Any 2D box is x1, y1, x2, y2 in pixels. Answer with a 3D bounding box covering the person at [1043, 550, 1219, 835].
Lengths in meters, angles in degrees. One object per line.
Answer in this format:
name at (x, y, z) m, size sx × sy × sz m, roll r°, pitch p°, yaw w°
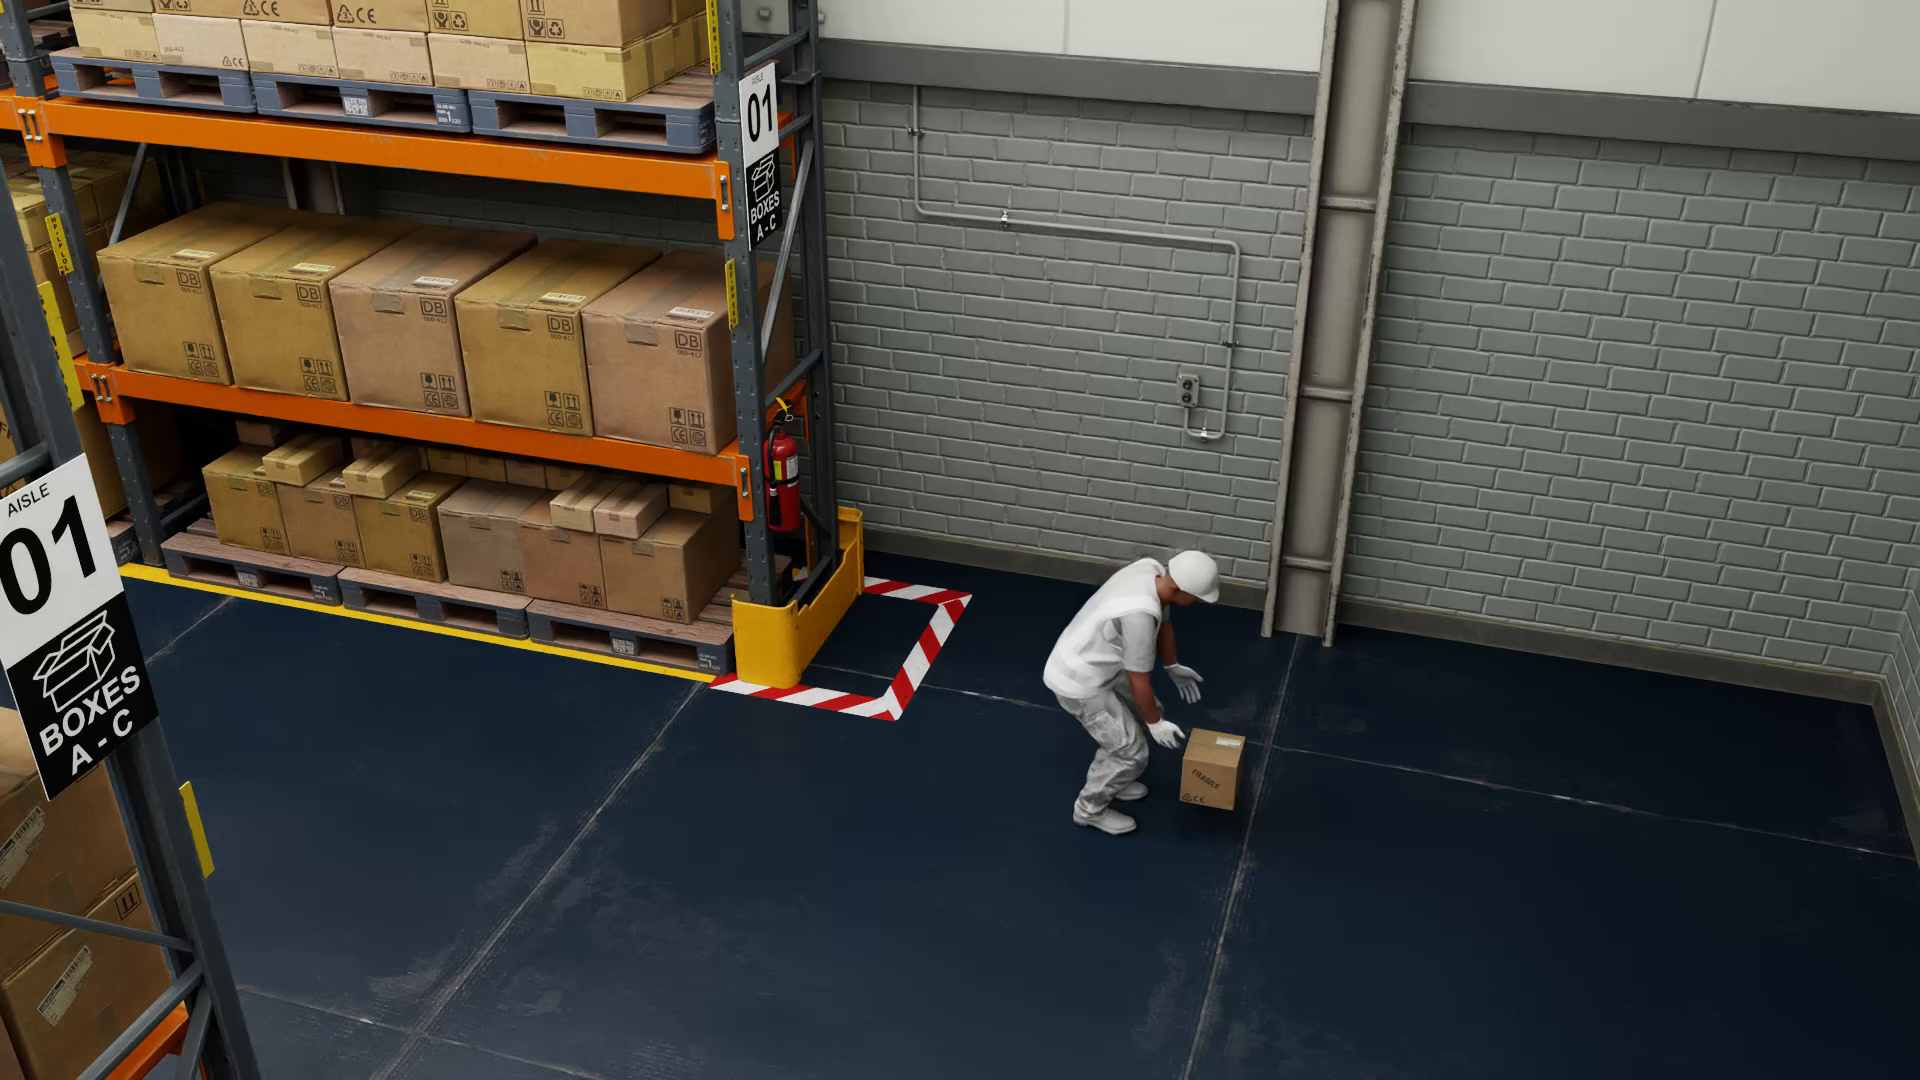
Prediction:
person at (0.778, 0.645, 7.678) m, size 0.755 × 1.441 × 0.612 m, roll 9°, pitch 30°, yaw 15°
